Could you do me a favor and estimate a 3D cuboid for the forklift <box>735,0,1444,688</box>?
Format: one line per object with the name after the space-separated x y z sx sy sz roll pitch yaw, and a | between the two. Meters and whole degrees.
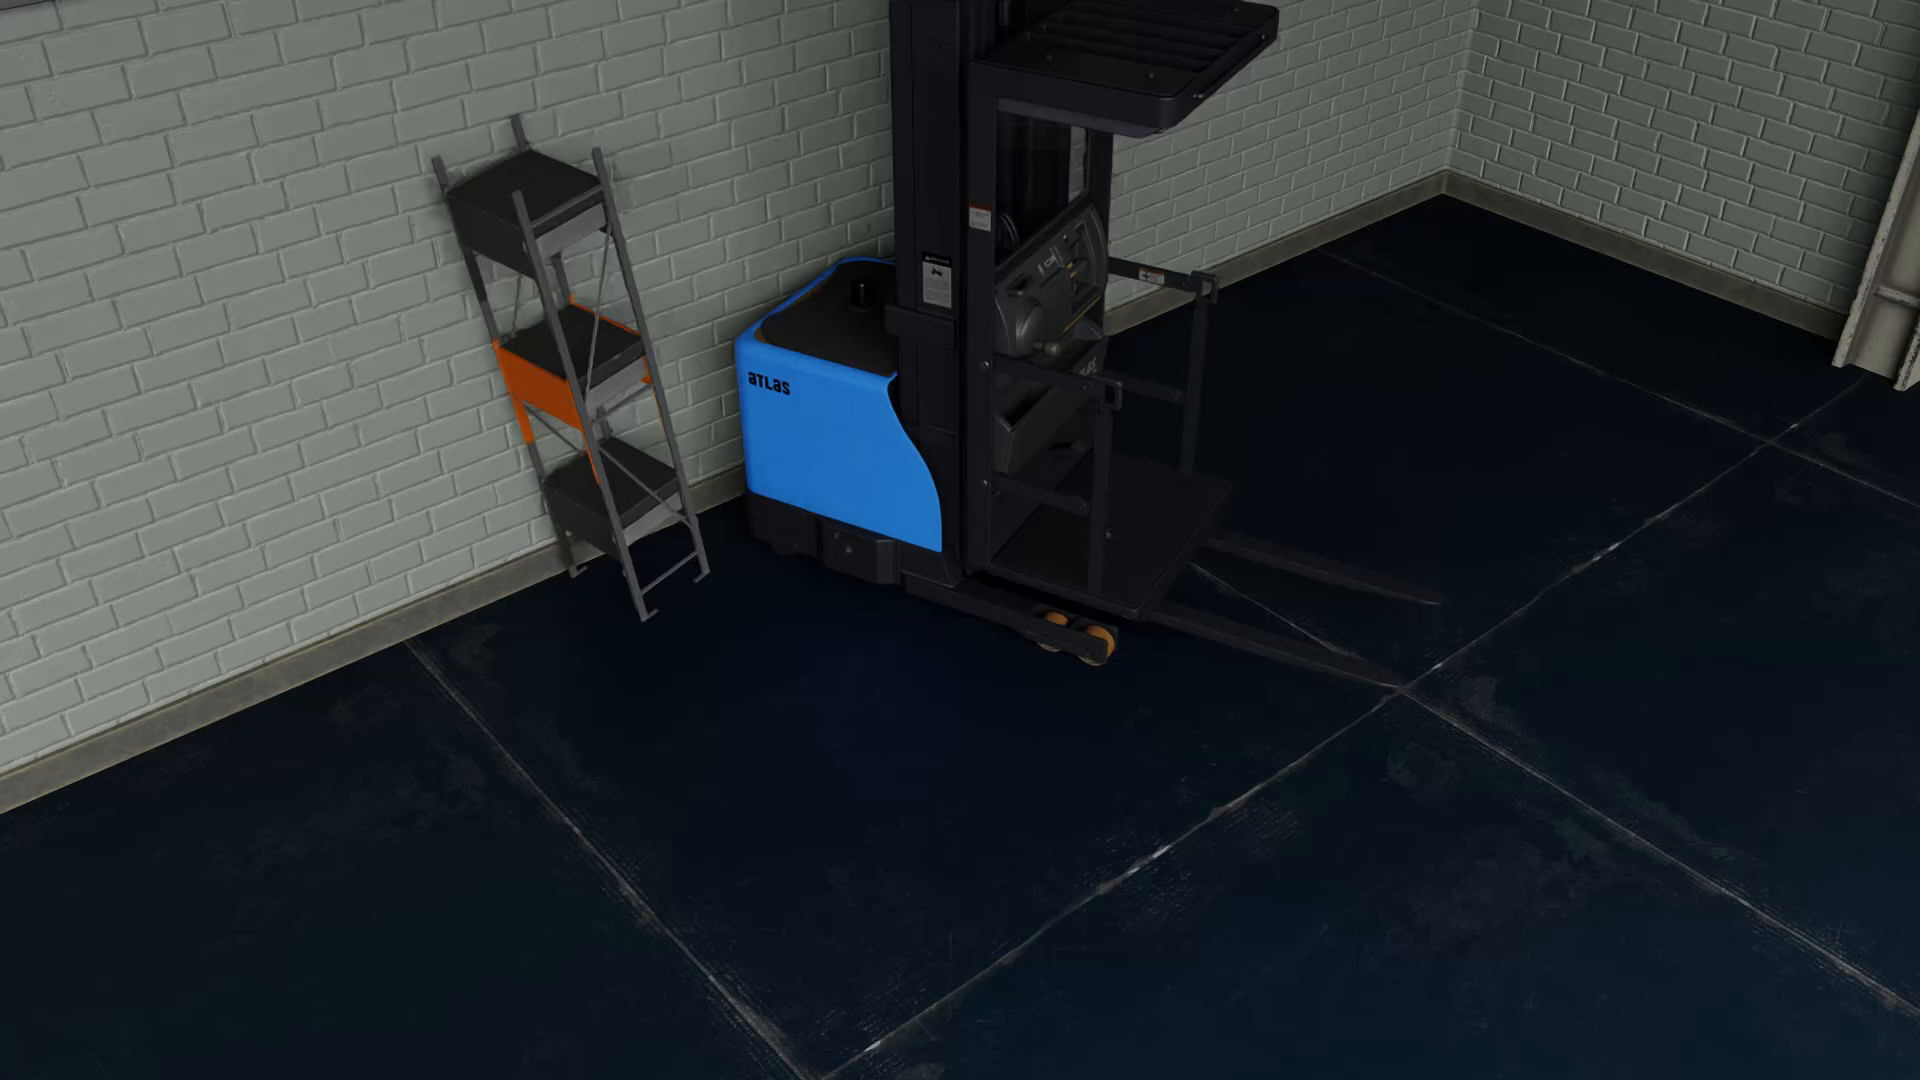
0.557 -1.021 6.656 3.031 2.935 1.130 17 39 23 | forklift

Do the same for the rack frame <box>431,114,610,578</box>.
-1.717 -0.724 6.917 0.015 2.100 0.400 27 51 33 | rack frame

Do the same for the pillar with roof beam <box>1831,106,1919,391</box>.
1.727 -3.002 4.203 9.100 9.000 0.400 -26 43 -32 | pillar with roof beam

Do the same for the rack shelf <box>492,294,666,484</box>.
-1.533 -0.622 6.794 0.480 0.518 0.431 27 51 33 | rack shelf

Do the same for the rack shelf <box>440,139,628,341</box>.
-1.598 -1.147 6.336 0.480 0.518 0.431 27 51 33 | rack shelf

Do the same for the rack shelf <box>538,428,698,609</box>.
-1.467 -0.096 7.252 0.480 0.518 0.431 27 51 33 | rack shelf

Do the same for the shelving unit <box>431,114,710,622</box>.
-1.534 -0.632 6.785 0.503 2.100 0.431 27 51 33 | shelving unit

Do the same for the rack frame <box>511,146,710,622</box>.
-1.351 -0.540 6.653 0.015 2.100 0.400 27 51 33 | rack frame
